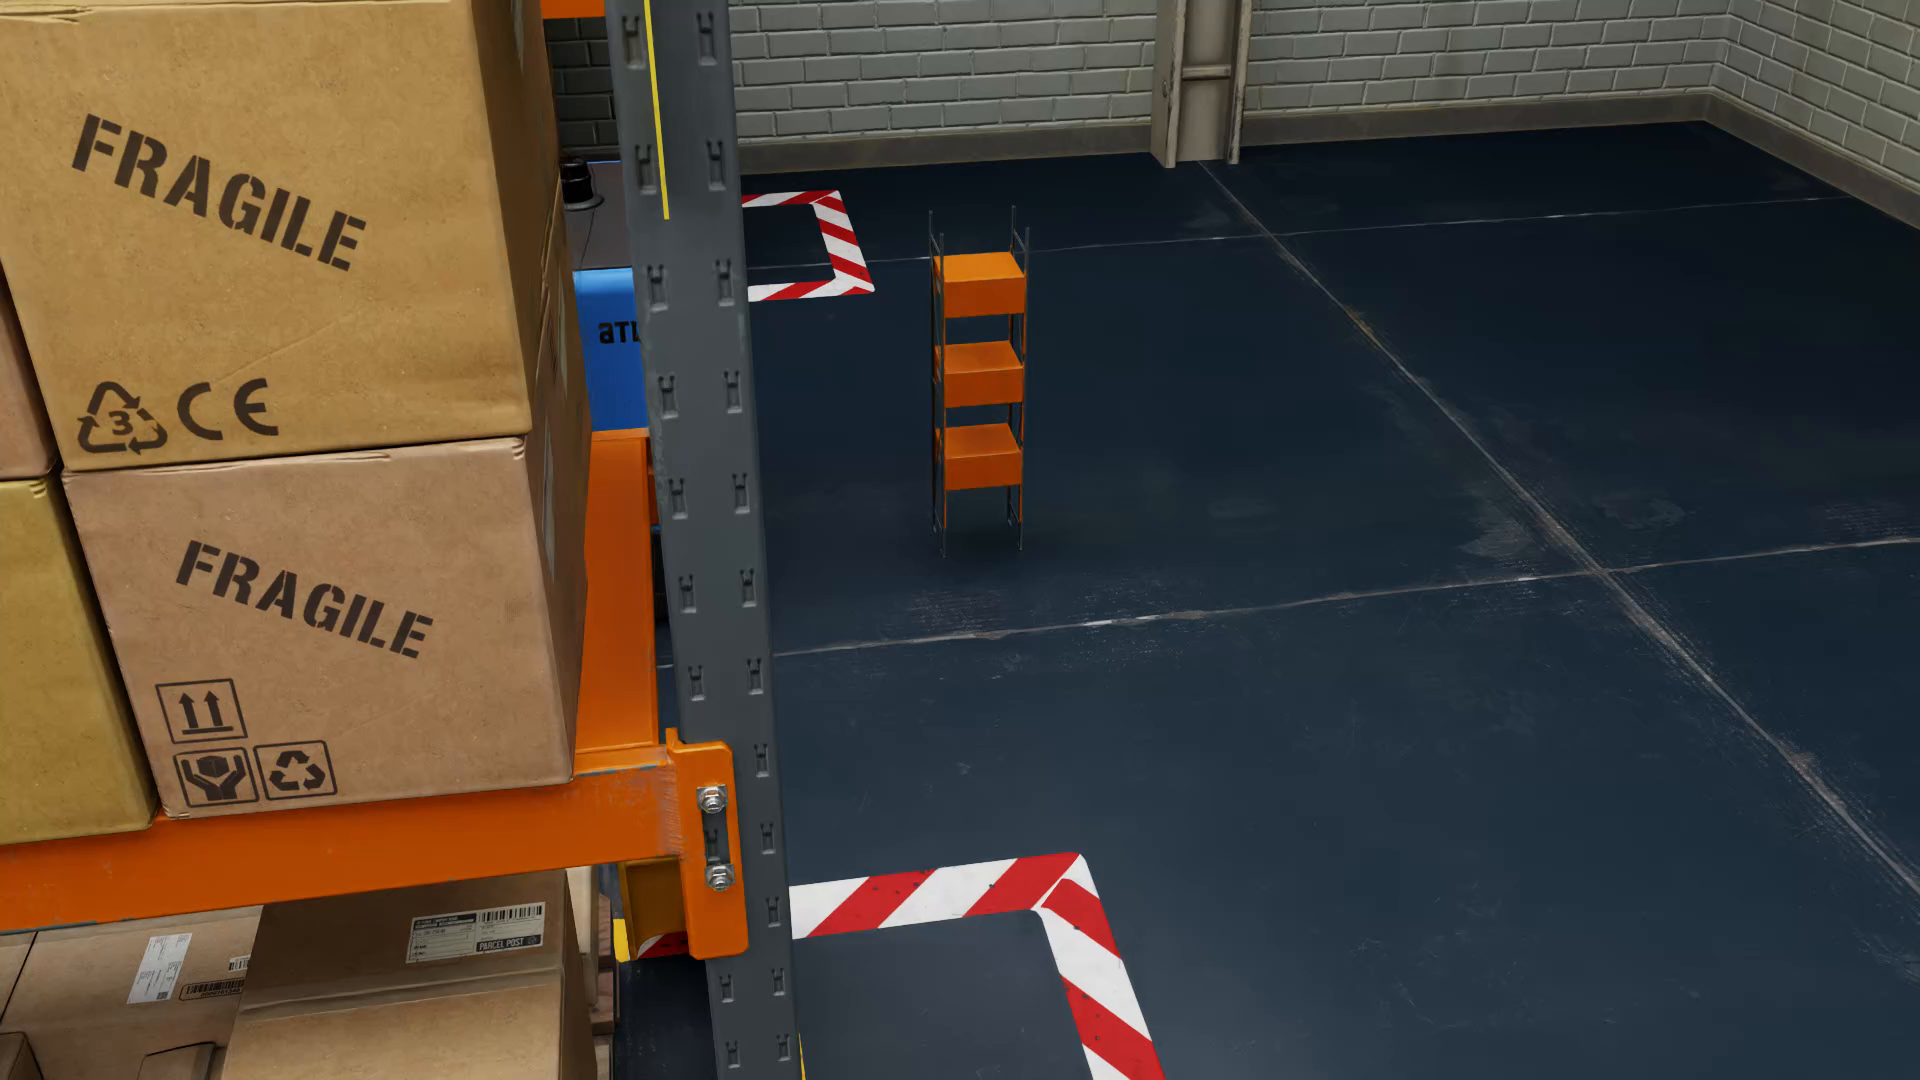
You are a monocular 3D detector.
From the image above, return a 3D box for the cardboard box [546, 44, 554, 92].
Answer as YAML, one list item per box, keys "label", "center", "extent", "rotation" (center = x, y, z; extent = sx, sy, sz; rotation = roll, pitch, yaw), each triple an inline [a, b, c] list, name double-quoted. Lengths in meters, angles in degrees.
- label: "cardboard box"
  center: [-1.871, -1.987, 7.082]
  extent: [0.250, 0.149, 0.380]
  rotation: [-5, 31, -9]

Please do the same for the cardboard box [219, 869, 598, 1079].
- label: "cardboard box"
  center: [-0.882, 0.923, 2.753]
  extent: [0.500, 0.500, 0.500]
  rotation: [-5, 31, -9]

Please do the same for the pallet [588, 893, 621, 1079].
- label: "pallet"
  center: [-1.250, 1.145, 3.094]
  extent: [1.213, 0.211, 1.003]
  rotation: [-5, 31, -9]

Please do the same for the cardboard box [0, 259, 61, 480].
- label: "cardboard box"
  center: [-1.277, -0.387, 1.864]
  extent: [0.500, 0.500, 0.500]
  rotation: [-4, 31, -8]

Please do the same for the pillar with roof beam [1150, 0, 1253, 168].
- label: "pillar with roof beam"
  center: [1.988, -3.724, 2.705]
  extent: [0.400, 9.000, 9.100]
  rotation: [-5, 31, -9]

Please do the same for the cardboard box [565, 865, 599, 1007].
- label: "cardboard box"
  center: [-0.865, 0.769, 3.361]
  extent: [0.250, 0.149, 0.380]
  rotation: [-5, 31, -9]

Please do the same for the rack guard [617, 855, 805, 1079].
- label: "rack guard"
  center: [-0.466, 0.947, 3.146]
  extent: [0.348, 0.500, 1.175]
  rotation: [-5, 31, -9]

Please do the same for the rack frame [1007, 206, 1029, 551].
- label: "rack frame"
  center: [0.173, -0.469, 5.011]
  extent: [0.008, 1.050, 0.200]
  rotation: [-5, 31, -9]

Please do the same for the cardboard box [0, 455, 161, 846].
- label: "cardboard box"
  center: [-1.293, 0.045, 2.115]
  extent: [0.500, 0.500, 0.500]
  rotation: [-5, 31, -8]

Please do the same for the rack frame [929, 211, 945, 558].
- label: "rack frame"
  center: [-0.067, -0.446, 4.973]
  extent: [0.008, 1.050, 0.200]
  rotation: [-5, 31, -9]

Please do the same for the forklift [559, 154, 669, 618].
- label: "forklift"
  center: [-2.192, -1.171, 4.350]
  extent: [3.031, 2.935, 1.130]
  rotation: [-5, 31, -8]

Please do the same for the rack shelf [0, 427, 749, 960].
- label: "rack shelf"
  center: [-2.359, 0.356, 2.396]
  extent: [4.000, 0.370, 1.077]
  rotation: [-5, 31, -9]

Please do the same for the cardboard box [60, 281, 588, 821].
- label: "cardboard box"
  center: [-0.783, -0.004, 2.198]
  extent: [0.500, 0.500, 0.500]
  rotation: [-4, 31, -7]

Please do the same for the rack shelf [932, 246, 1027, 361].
- label: "rack shelf"
  center: [0.053, -0.693, 4.854]
  extent: [0.240, 0.259, 0.215]
  rotation: [-5, 31, -9]

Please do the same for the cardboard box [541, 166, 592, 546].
- label: "cardboard box"
  center: [-0.876, -0.271, 2.653]
  extent: [0.500, 0.500, 0.500]
  rotation: [-5, 31, -8]

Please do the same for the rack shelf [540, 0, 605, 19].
- label: "rack shelf"
  center: [-3.255, -2.114, 6.595]
  extent: [4.000, 0.370, 1.077]
  rotation: [-5, 31, -9]

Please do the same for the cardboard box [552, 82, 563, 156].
- label: "cardboard box"
  center: [-1.958, -1.596, 7.057]
  extent: [0.500, 0.500, 0.700]
  rotation: [-5, 31, -9]

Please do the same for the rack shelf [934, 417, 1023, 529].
- label: "rack shelf"
  center: [0.053, -0.209, 5.138]
  extent: [0.240, 0.259, 0.215]
  rotation: [-5, 31, -9]

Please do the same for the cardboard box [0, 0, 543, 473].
- label: "cardboard box"
  center: [-0.780, -0.433, 1.943]
  extent: [0.500, 0.500, 0.500]
  rotation: [-6, 31, -9]

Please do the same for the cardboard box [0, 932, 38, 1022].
- label: "cardboard box"
  center: [-1.961, 0.858, 3.110]
  extent: [0.500, 0.250, 0.500]
  rotation: [-5, 31, -9]

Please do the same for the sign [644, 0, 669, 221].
- label: "sign"
  center: [-0.311, -0.494, 1.677]
  extent: [0.005, 0.325, 0.100]
  rotation: [-5, 31, -9]

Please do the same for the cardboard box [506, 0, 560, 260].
- label: "cardboard box"
  center: [-0.876, -0.702, 2.400]
  extent: [0.500, 0.500, 0.500]
  rotation: [-4, 31, -7]

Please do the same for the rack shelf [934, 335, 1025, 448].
- label: "rack shelf"
  center: [0.053, -0.448, 4.998]
  extent: [0.240, 0.259, 0.215]
  rotation: [-5, 31, -9]

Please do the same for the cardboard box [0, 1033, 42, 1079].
- label: "cardboard box"
  center: [-1.822, 1.103, 2.694]
  extent: [0.500, 0.250, 0.500]
  rotation: [-5, 31, -9]

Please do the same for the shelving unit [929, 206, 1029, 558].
- label: "shelving unit"
  center: [0.053, -0.457, 4.992]
  extent: [0.252, 1.050, 0.215]
  rotation: [-5, 31, -9]

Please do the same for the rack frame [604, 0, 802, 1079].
- label: "rack frame"
  center: [-0.392, -0.137, 2.524]
  extent: [0.127, 3.000, 1.000]
  rotation: [-5, 31, -9]

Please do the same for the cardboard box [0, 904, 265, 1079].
- label: "cardboard box"
  center: [-1.469, 0.812, 3.188]
  extent: [0.500, 0.250, 0.500]
  rotation: [-5, 31, -9]

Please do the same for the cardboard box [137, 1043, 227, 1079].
- label: "cardboard box"
  center: [-1.297, 1.059, 2.851]
  extent: [0.250, 0.166, 0.380]
  rotation: [-5, 31, -9]
